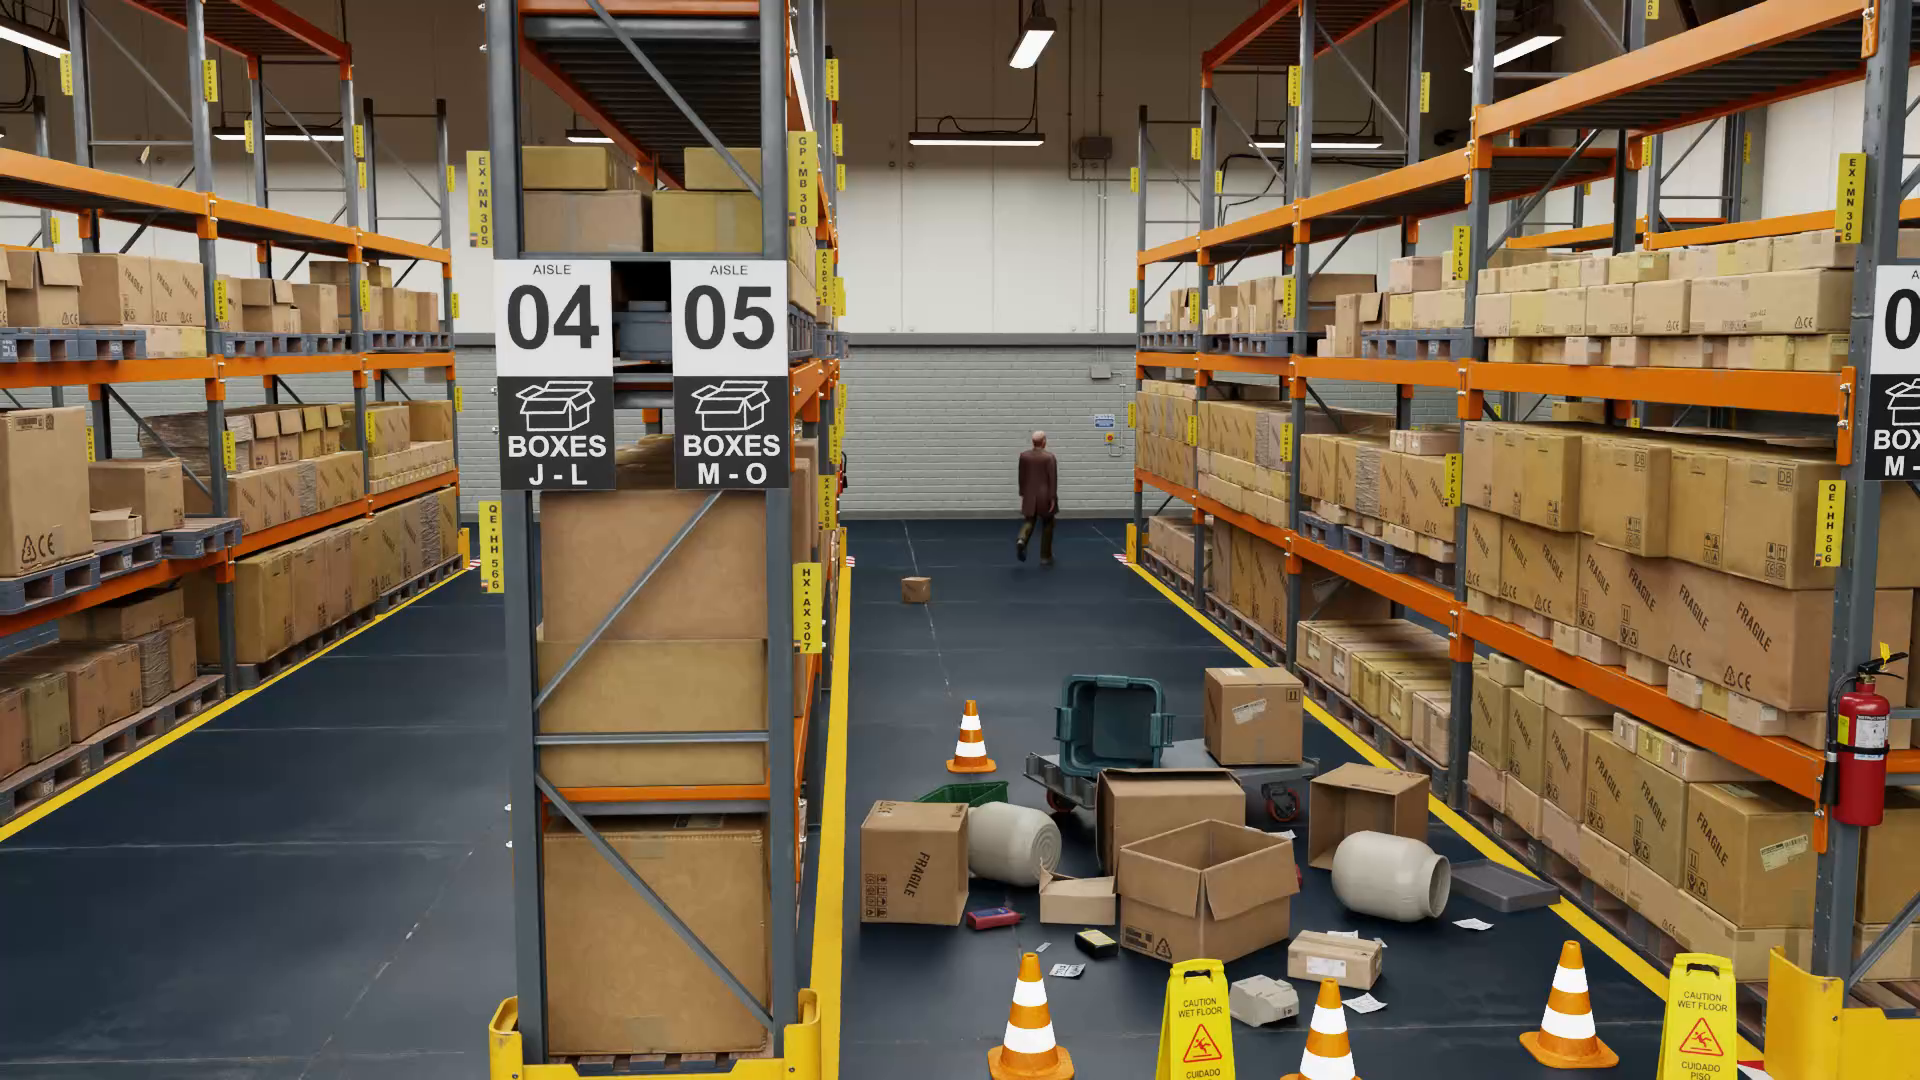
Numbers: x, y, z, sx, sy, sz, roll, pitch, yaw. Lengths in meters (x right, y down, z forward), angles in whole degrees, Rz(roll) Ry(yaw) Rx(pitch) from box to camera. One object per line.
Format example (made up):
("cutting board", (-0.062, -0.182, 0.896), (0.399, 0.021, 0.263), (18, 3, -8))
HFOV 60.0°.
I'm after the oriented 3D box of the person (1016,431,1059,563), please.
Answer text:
("person", (1.018, -0.557, 21.916), (0.581, 1.759, 0.877), (3, 7, 22))
